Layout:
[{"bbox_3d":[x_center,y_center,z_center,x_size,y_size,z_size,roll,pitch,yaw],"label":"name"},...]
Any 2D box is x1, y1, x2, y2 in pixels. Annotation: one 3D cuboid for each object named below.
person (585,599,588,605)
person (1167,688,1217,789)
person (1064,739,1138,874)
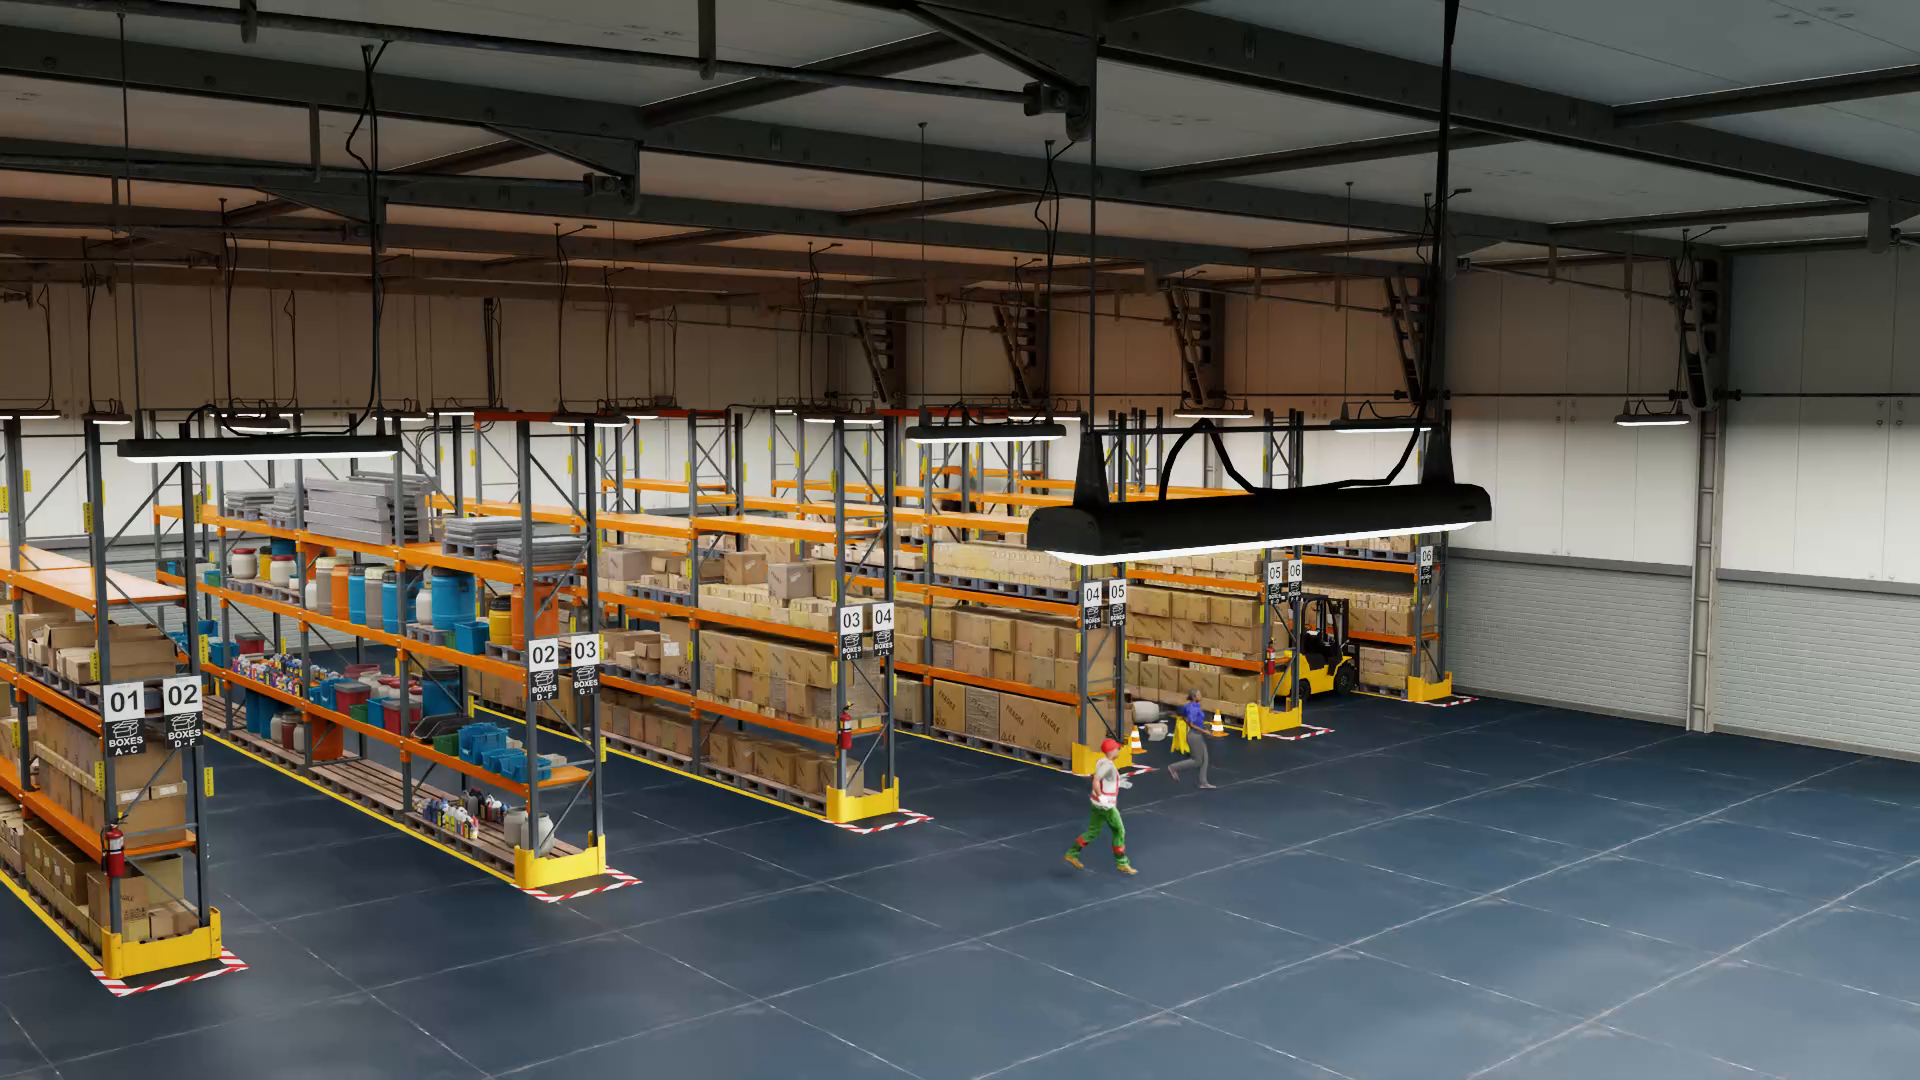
[{"bbox_3d":[-8.455,2.174,37.713,0.660,1.709,0.642,-4,6,-36],"label":"person"},{"bbox_3d":[3.725,3.186,26.655,0.792,1.636,0.580,0,5,4],"label":"person"},{"bbox_3d":[1.860,3.513,21.906,0.978,1.803,0.597,-1,5,-13],"label":"person"}]
